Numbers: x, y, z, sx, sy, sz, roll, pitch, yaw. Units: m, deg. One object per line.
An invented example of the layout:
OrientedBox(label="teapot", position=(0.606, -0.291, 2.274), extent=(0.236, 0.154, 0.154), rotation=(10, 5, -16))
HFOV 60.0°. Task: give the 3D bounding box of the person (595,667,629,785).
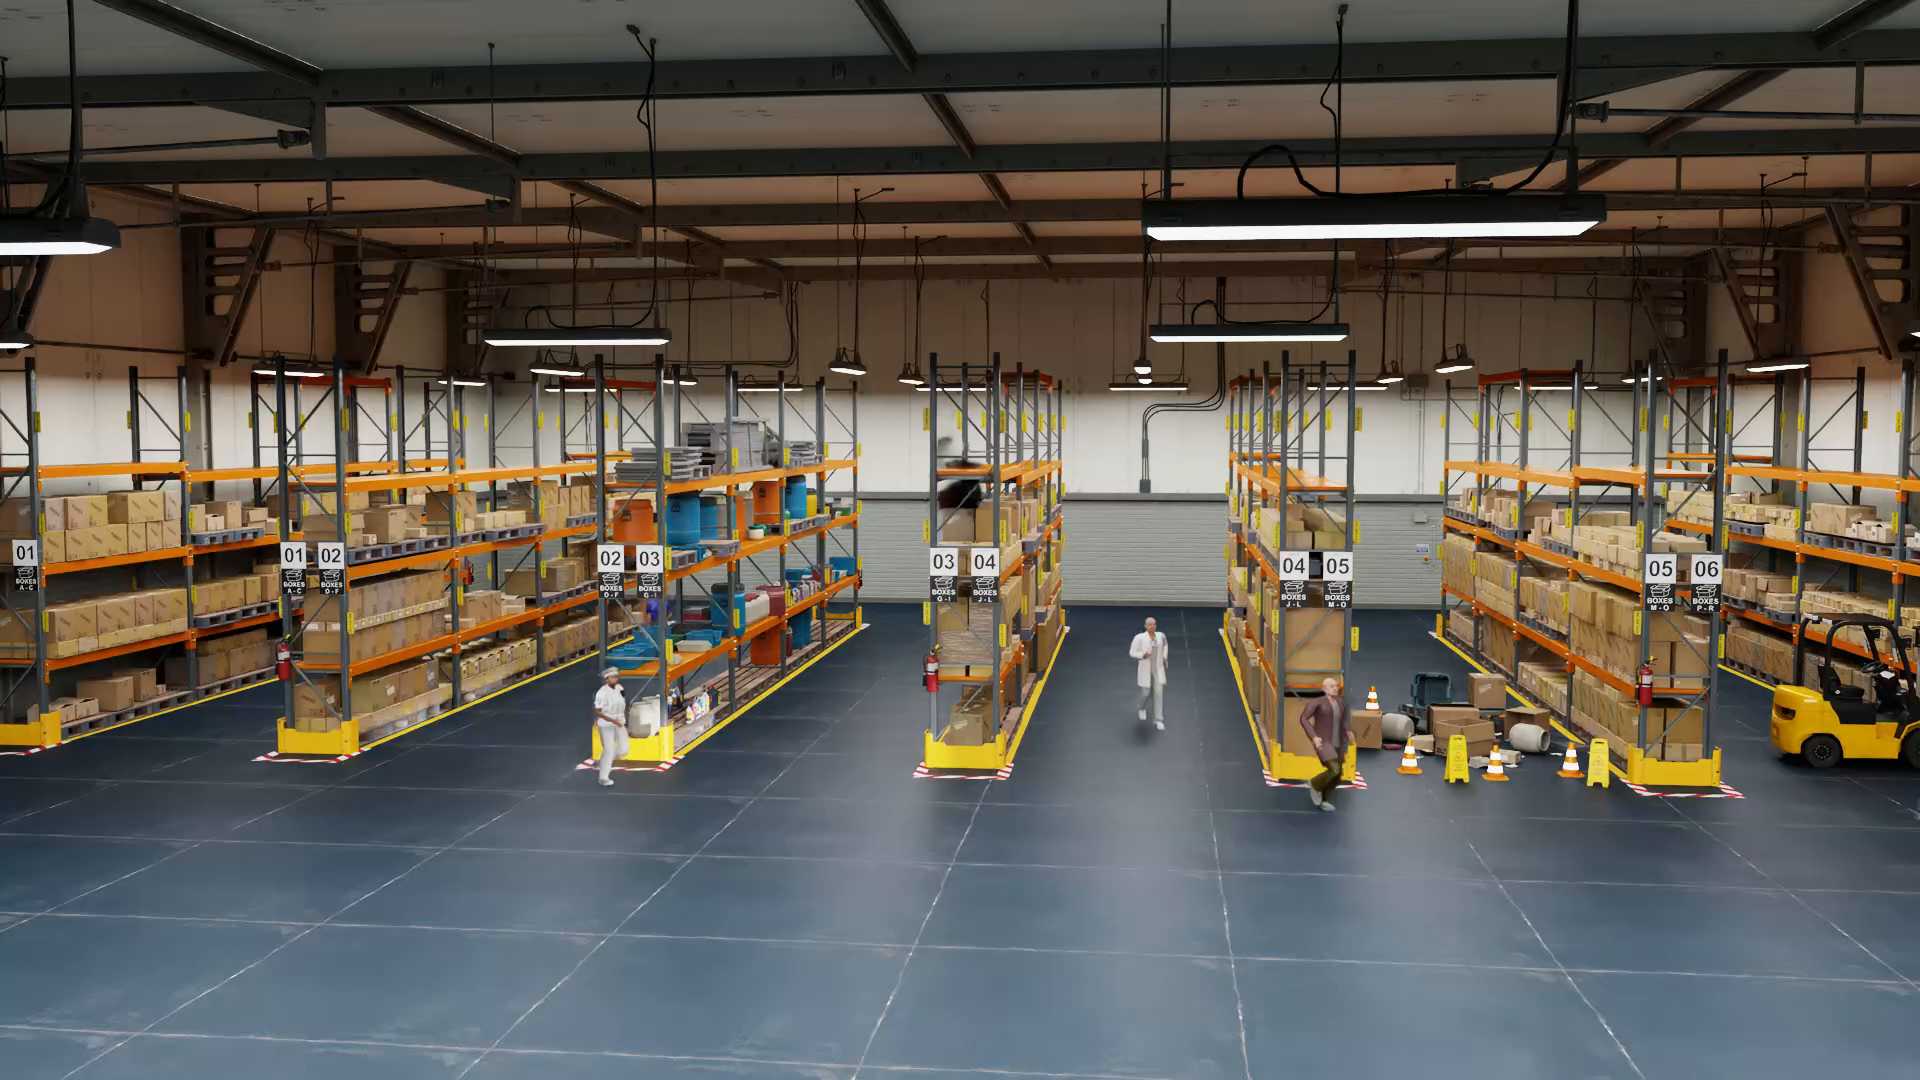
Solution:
OrientedBox(label="person", position=(-4.779, 2.559, 22.986), extent=(0.630, 1.650, 0.603), rotation=(4, 5, 42))

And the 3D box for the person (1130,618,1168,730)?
OrientedBox(label="person", position=(3.129, 2.161, 27.246), extent=(0.708, 1.777, 0.995), rotation=(-1, 4, -9))

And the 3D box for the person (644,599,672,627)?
OrientedBox(label="person", position=(-6.205, 1.795, 34.175), extent=(0.575, 1.598, 0.559), rotation=(0, 4, -6))

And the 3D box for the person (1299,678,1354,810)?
OrientedBox(label="person", position=(4.760, 2.635, 21.380), extent=(0.664, 1.719, 0.632), rotation=(-2, 5, -31))
